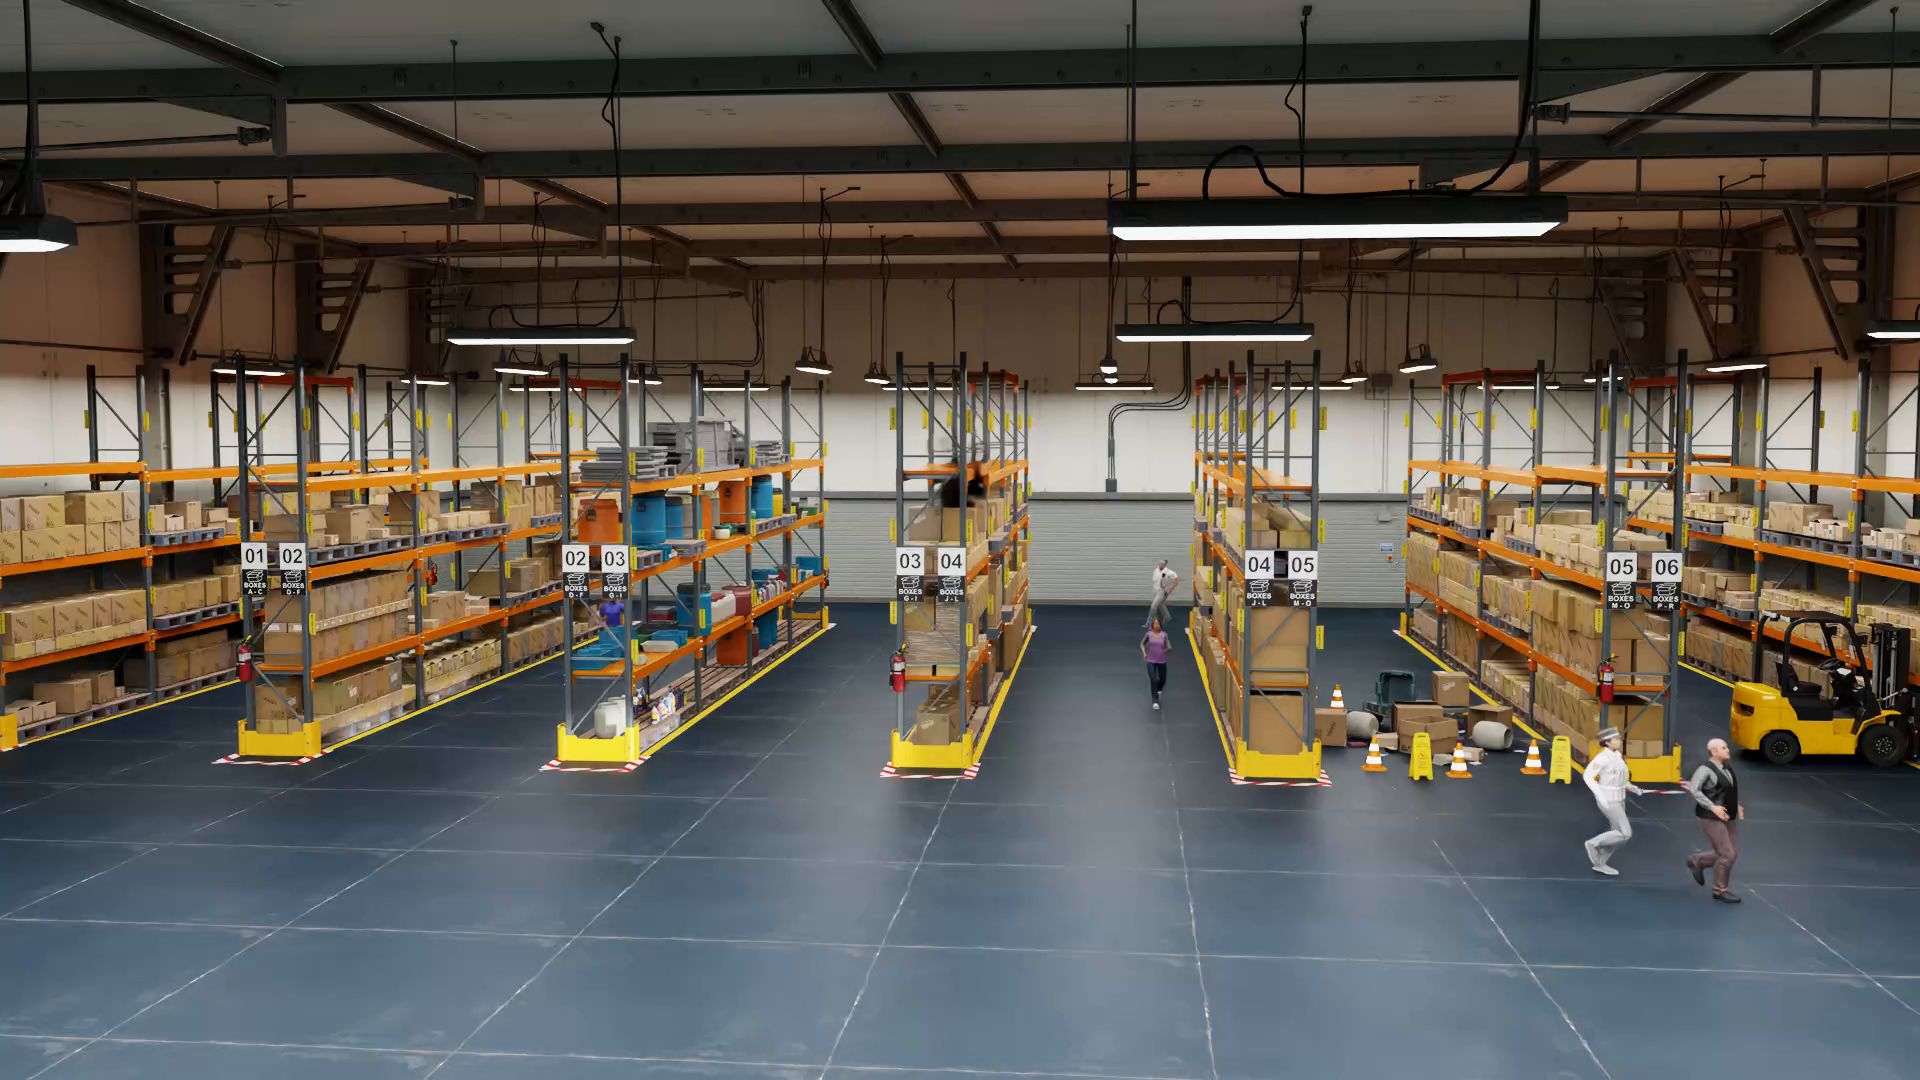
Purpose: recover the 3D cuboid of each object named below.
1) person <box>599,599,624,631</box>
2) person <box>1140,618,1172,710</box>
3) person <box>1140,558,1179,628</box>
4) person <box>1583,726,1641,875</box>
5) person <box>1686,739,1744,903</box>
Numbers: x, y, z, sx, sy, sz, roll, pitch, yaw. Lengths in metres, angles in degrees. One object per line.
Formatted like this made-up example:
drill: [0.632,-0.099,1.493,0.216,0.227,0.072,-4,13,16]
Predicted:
person: [-6.855,1.892,32.865,0.556,1.620,0.714,0,4,-3]
person: [3.430,2.145,29.113,0.548,1.568,0.805,0,4,2]
person: [4.893,1.293,40.383,0.928,1.757,0.789,-2,5,-30]
person: [7.226,2.873,18.334,0.517,1.654,0.608,4,6,43]
person: [7.886,2.917,17.435,0.671,1.691,0.649,-3,5,-37]
